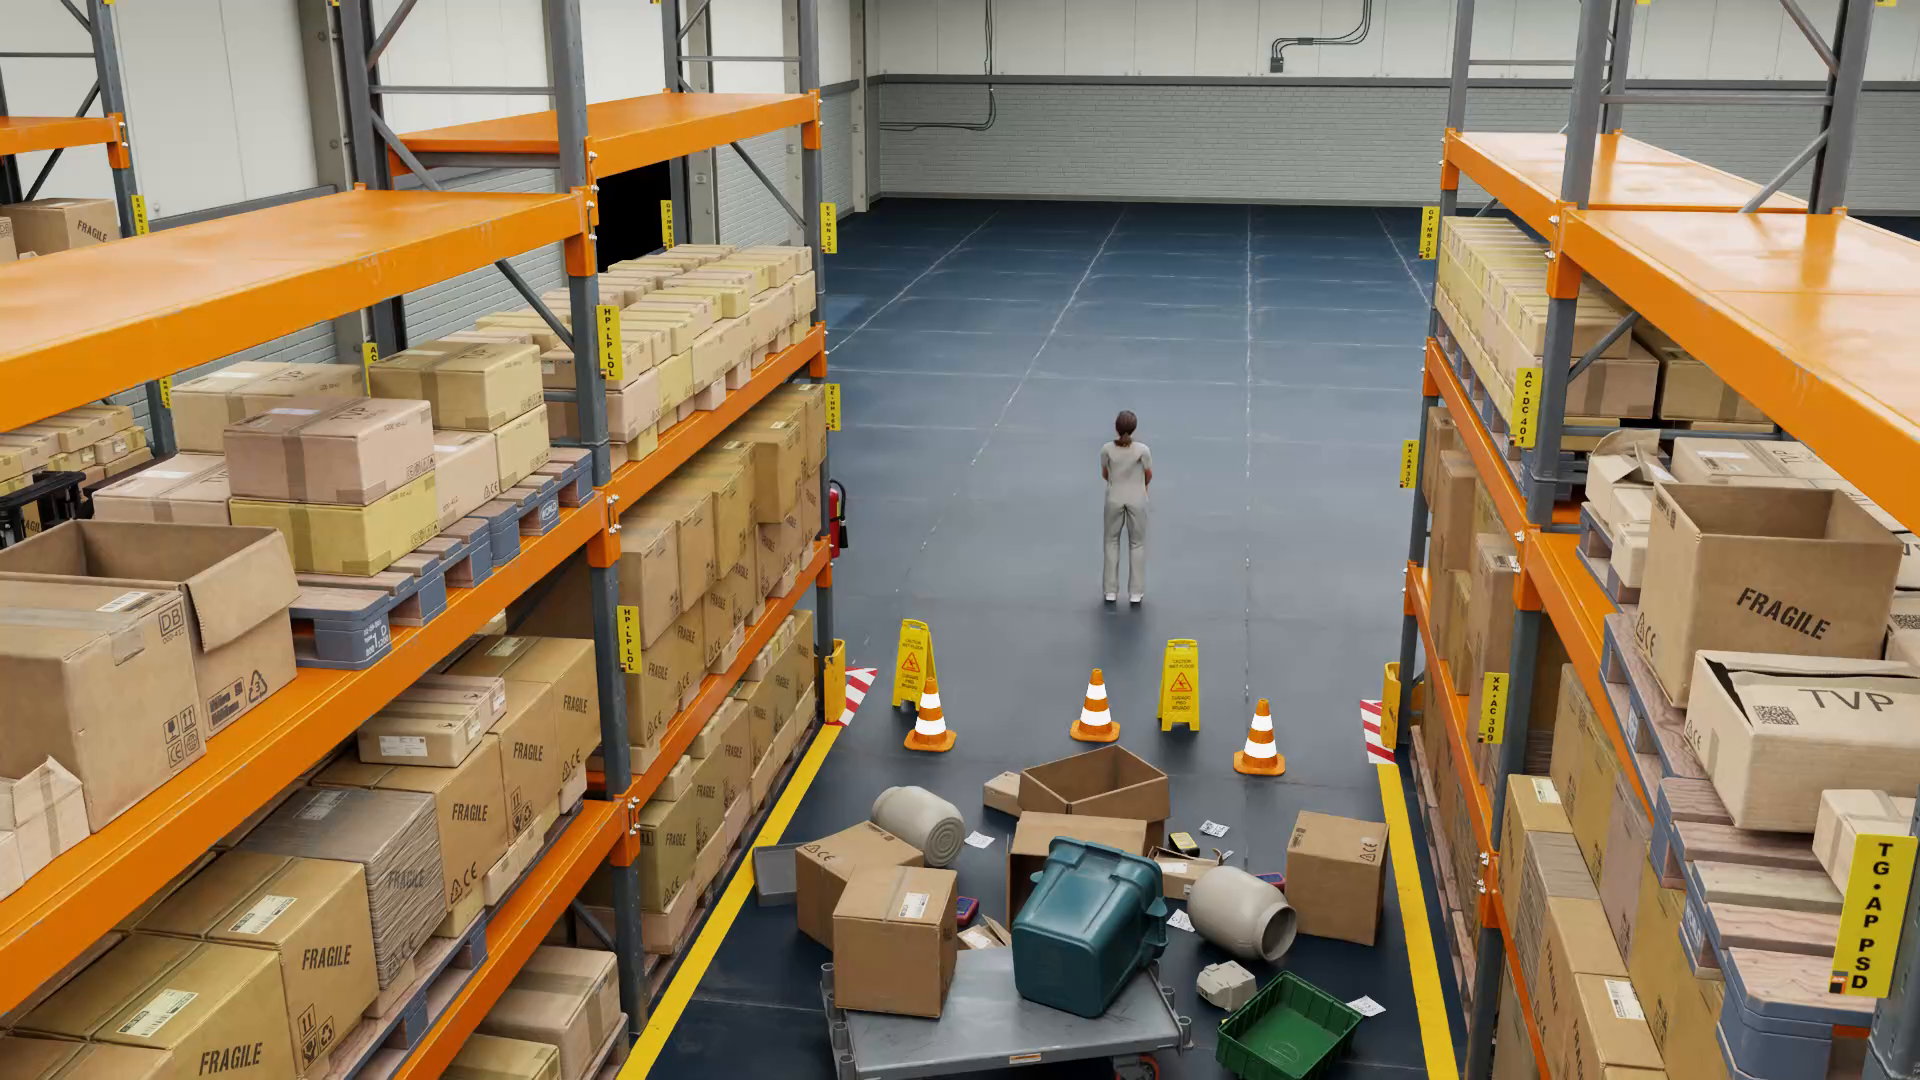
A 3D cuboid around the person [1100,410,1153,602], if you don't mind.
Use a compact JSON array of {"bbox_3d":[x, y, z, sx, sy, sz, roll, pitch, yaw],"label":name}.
[{"bbox_3d":[1.401,-0.315,14.048,0.437,1.662,0.562,3,18,10],"label":"person"}]
